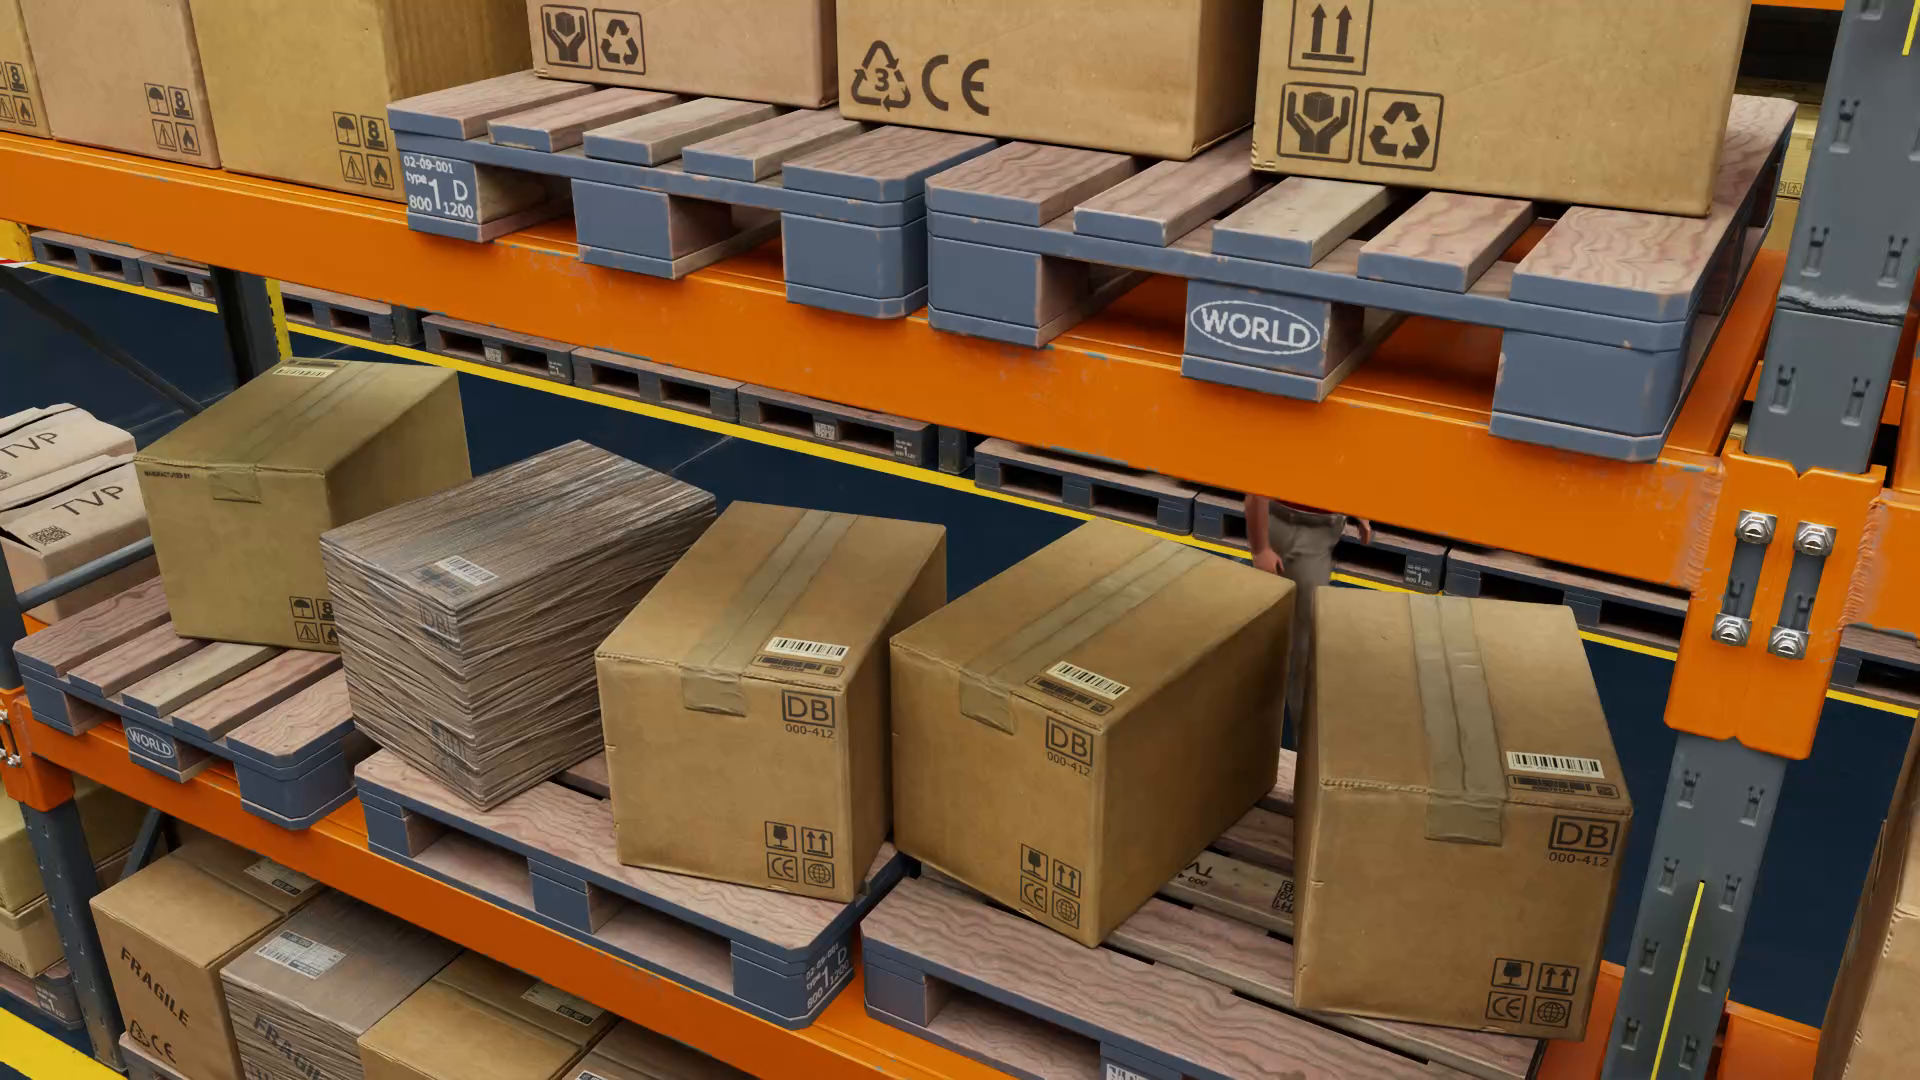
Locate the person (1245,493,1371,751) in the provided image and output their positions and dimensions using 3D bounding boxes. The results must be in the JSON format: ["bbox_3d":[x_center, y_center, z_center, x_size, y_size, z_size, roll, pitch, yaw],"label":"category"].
[{"bbox_3d":[1.303,-0.030,6.170,0.778,1.708,0.572,14,30,27],"label":"person"}]
